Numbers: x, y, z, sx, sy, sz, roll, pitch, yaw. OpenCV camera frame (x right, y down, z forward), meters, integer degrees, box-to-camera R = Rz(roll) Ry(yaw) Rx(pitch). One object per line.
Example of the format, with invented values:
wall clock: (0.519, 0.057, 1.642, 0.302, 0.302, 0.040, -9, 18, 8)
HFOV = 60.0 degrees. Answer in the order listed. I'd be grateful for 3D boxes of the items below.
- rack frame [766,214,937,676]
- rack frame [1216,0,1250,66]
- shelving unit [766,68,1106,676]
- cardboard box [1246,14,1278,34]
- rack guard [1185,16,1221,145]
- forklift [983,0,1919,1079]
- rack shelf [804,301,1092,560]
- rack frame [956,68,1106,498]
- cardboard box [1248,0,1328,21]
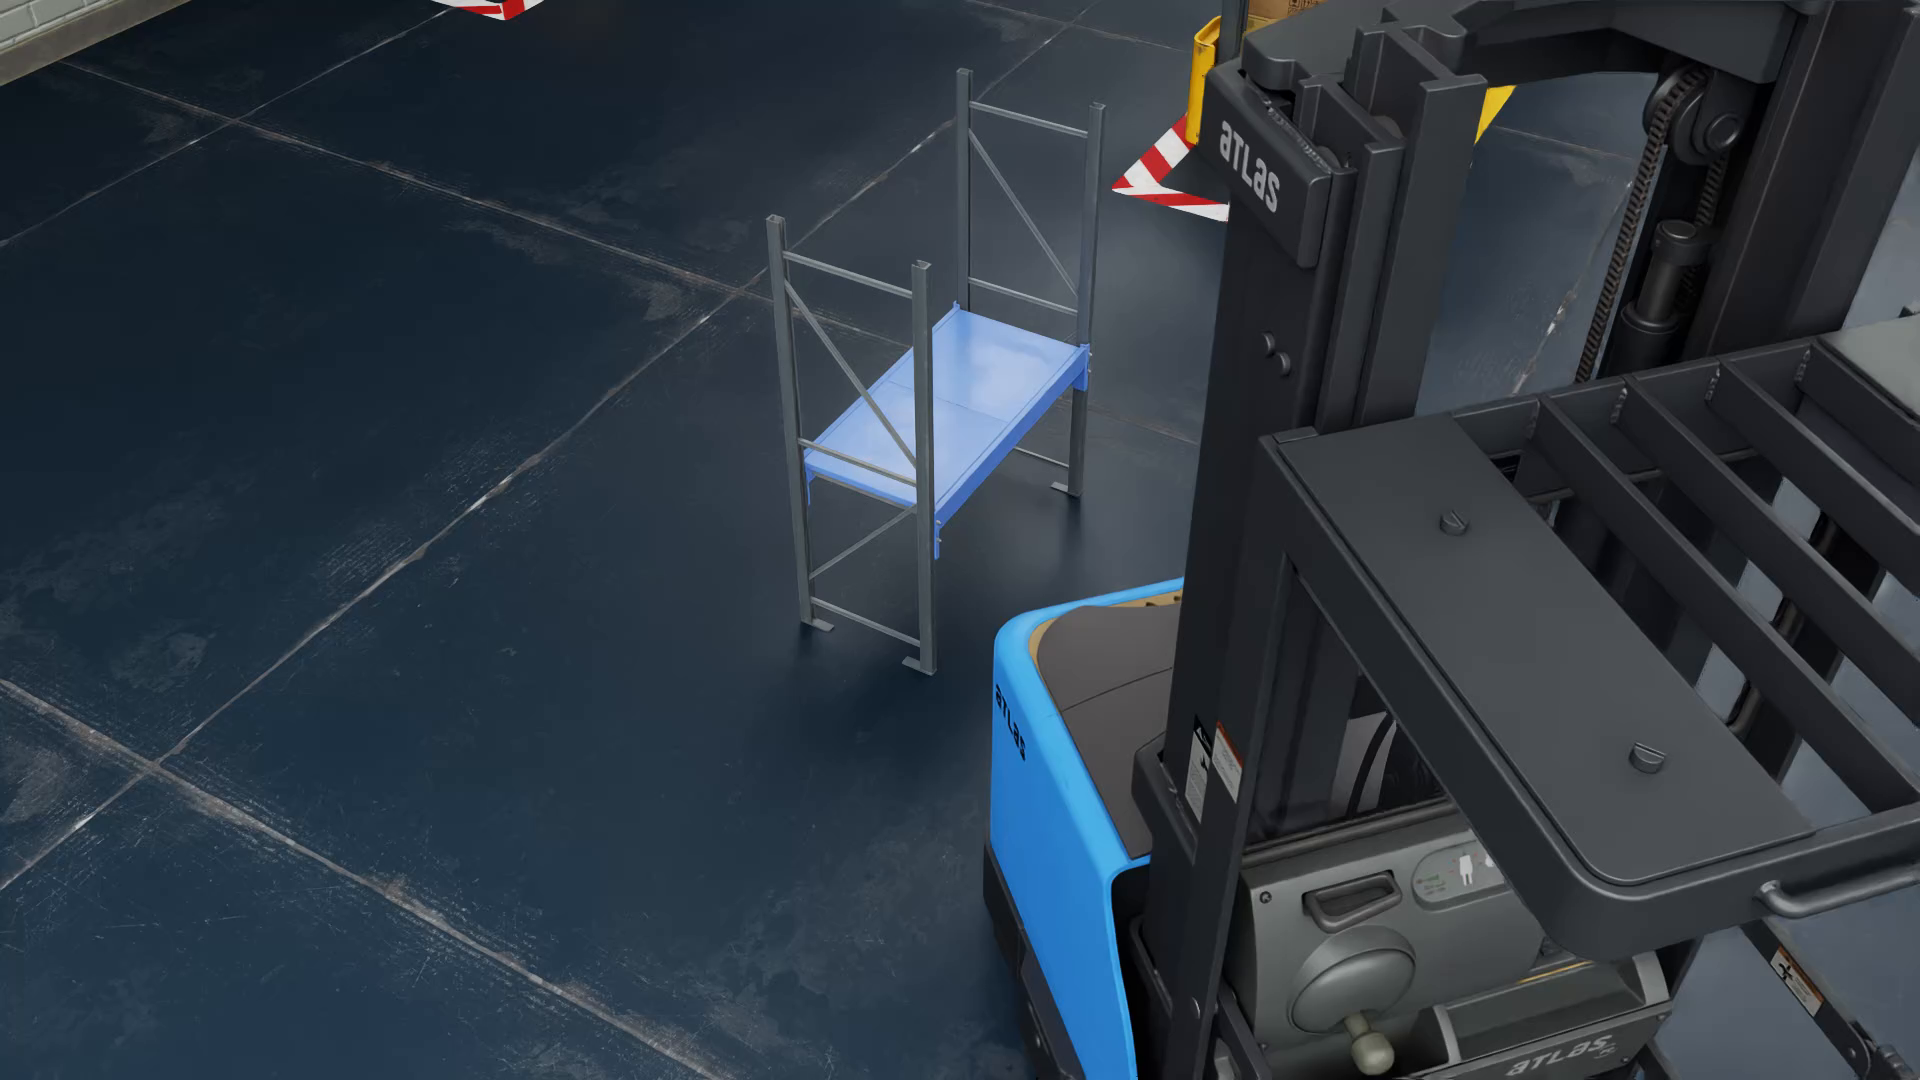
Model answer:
rack frame: (-0.297, -0.223, 4.869, 0.500, 1.500, 0.032, 21, 45, 22)
rack frame: (1.652, -2.945, 6.824, 1.000, 3.000, 0.127, 21, 45, 22)
shelving unit: (-0.043, -0.514, 5.199, 0.538, 1.500, 1.048, 21, 45, 22)
cardboard box: (1.664, -2.475, 8.054, 0.500, 0.250, 0.500, 21, 45, 22)
rack guard: (1.640, -1.993, 7.635, 1.175, 0.500, 0.348, 21, 45, 22)
forklift: (0.991, 0.723, 2.712, 1.130, 2.935, 3.031, -12, 43, -13)
rack shelf: (-0.043, -0.379, 5.318, 0.538, 0.185, 1.000, 21, 45, 22)
rack frame: (0.212, -0.805, 5.529, 0.500, 1.500, 0.032, 21, 45, 22)
cardboard box: (1.662, -2.757, 7.807, 0.500, 0.500, 0.500, 21, 45, 22)
